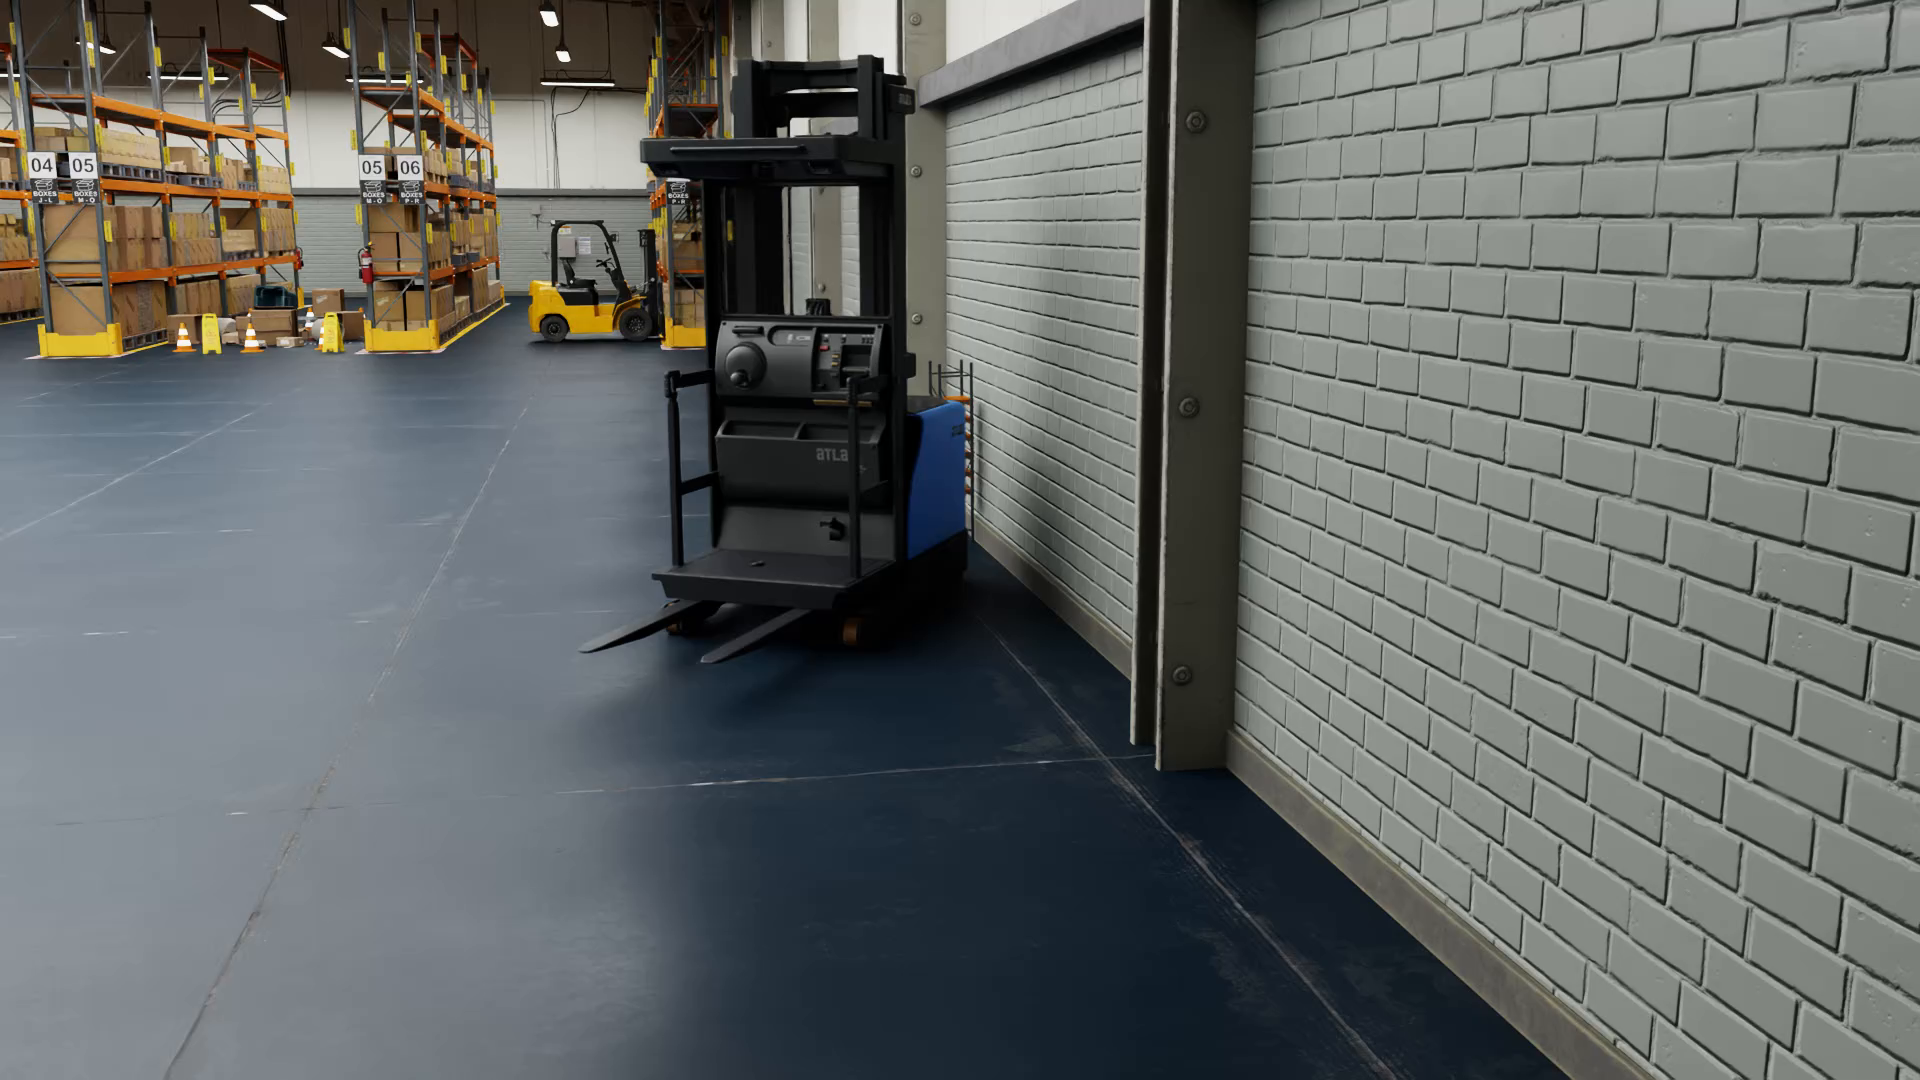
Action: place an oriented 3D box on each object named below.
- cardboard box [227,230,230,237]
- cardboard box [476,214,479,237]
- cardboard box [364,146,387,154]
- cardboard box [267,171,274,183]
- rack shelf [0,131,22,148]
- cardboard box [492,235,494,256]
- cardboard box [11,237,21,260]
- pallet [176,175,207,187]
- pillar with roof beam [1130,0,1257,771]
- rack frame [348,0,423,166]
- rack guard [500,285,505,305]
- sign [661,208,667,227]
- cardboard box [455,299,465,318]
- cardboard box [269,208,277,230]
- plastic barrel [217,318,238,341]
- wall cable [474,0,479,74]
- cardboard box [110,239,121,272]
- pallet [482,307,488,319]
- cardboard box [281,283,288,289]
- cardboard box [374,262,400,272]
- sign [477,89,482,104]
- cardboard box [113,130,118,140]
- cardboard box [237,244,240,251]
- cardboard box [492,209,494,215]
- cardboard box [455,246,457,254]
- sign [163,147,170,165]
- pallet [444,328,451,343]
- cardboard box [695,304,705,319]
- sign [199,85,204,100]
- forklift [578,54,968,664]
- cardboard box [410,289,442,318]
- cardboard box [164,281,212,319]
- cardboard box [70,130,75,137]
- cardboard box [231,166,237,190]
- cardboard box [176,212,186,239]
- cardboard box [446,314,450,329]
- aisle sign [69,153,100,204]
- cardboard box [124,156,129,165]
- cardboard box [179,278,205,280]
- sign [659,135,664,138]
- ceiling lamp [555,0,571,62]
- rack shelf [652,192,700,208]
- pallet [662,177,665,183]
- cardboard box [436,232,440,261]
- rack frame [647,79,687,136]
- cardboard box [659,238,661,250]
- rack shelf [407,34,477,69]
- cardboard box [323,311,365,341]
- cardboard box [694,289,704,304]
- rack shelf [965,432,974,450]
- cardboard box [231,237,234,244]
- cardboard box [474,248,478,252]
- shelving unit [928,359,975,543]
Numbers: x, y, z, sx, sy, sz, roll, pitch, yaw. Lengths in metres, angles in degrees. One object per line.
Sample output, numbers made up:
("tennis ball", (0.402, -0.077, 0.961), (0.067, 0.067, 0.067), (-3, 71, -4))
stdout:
("cardboard box", (-15.837, -6.554, 35.567), (0.380, 0.149, 0.250), (-3, 11, -13))
("cardboard box", (-11.094, -7.061, 37.332), (0.500, 0.500, 0.500), (-2, 11, -10))
("cardboard box", (-9.752, -6.469, 27.678), (0.380, 0.149, 0.250), (-2, 11, -10))
("cardboard box", (-16.601, -8.605, 39.425), (0.500, 0.250, 0.500), (-2, 11, -10))
("rack shelf", (-21.840, -9.280, 38.880), (1.077, 0.370, 4.000), (-2, 11, -11))
("cardboard box", (-11.849, -7.300, 41.258), (0.500, 0.500, 0.500), (-2, 11, -9))
("cardboard box", (-21.003, -6.398, 36.523), (0.500, 0.500, 0.500), (-2, 11, -9))
("pallet", (-15.390, -7.004, 32.455), (1.003, 0.211, 1.213), (-2, 11, -8))
("pillar with roof beam", (-3.334, -3.406, 5.025), (9.100, 9.000, 0.400), (-2, 11, -11))
("rack frame", (-9.396, -7.623, 27.179), (1.000, 3.000, 0.127), (-2, 11, -11))
("rack guard", (-12.513, -6.387, 43.414), (1.175, 0.500, 0.348), (-2, 11, -11))
("sign", (-5.063, -5.525, 28.471), (0.100, 0.325, 0.005), (-2, 11, -11))
("cardboard box", (-10.559, -4.680, 33.667), (0.950, 0.372, 0.625), (-2, 11, -9))
("cardboard box", (-16.598, -7.644, 39.598), (0.500, 0.500, 0.500), (-2, 11, -10))
("plastic barrel", (-13.285, -3.793, 29.992), (0.512, 0.421, 0.421), (6, 12, 28))
("wall cable", (-14.918, -14.793, 47.204), (2.355, 3.000, 0.029), (-2, 11, -11))
("cardboard box", (-14.477, -4.717, 27.557), (0.875, 0.550, 0.550), (-2, 11, -11))
("pallet", (-11.265, -5.144, 37.656), (1.003, 0.211, 1.213), (-2, 11, -11))
("cardboard box", (-16.730, -6.234, 40.836), (0.380, 0.149, 0.250), (-2, 11, -9))
("cardboard box", (-9.679, -4.613, 28.083), (0.380, 0.149, 0.250), (-2, 11, -9))
("sign", (-11.200, -10.343, 38.762), (0.100, 0.325, 0.005), (-2, 11, -11))
("cardboard box", (-14.131, -6.686, 27.431), (0.380, 0.149, 0.250), (-2, 11, -10))
("cardboard box", (-15.986, -6.408, 36.387), (0.380, 0.149, 0.250), (-2, 11, -13))
("cardboard box", (-12.036, -8.321, 42.214), (0.380, 0.149, 0.250), (-2, 11, -12))
("cardboard box", (-10.012, -5.651, 32.414), (0.380, 0.149, 0.250), (-2, 11, -10))
("sign", (-14.466, -6.998, 30.322), (0.100, 0.325, 0.005), (-2, 11, -11))
("pallet", (-9.768, -3.693, 30.036), (1.003, 0.211, 1.213), (-2, 11, -11))
("cardboard box", (-4.416, -4.052, 29.355), (0.500, 0.250, 0.500), (-2, 11, -10))
("sign", (-17.102, -10.106, 37.518), (0.100, 0.325, 0.005), (-2, 11, -11))
("forklift", (-0.906, -0.976, 8.485), (1.130, 2.935, 3.031), (4, 11, 18))
("cardboard box", (-9.393, -4.158, 29.243), (0.500, 0.500, 0.500), (-3, 11, -13))
("cardboard box", (-15.584, -4.770, 33.131), (1.050, 0.750, 0.750), (-2, 11, -10))
("cardboard box", (-14.779, -6.664, 27.313), (0.380, 0.149, 0.250), (-2, 11, -10))
("cardboard box", (-15.845, -7.764, 35.678), (0.500, 0.500, 0.500), (-2, 11, -11))
("cardboard box", (-15.312, -6.029, 31.908), (0.700, 0.500, 0.500), (-2, 11, -11))
("cardboard box", (-9.588, -3.975, 30.291), (0.500, 0.250, 0.500), (-2, 11, -10))
("aisle sign", (-13.924, -5.752, 26.442), (0.394, 0.787, 0.004), (-2, 11, -11))
("cardboard box", (-14.230, -6.389, 27.999), (0.380, 0.149, 0.250), (-2, 11, -11))
("cardboard box", (-16.178, -5.407, 35.139), (0.500, 0.250, 0.500), (-2, 11, -12))
("sign", (-5.063, -6.709, 28.245), (0.100, 0.325, 0.005), (-2, 11, -11))
("ceiling lamp", (-8.855, -12.639, 37.920), (0.800, 3.185, 2.000), (-2, 11, -11))
("rack shelf", (-6.473, -7.811, 38.114), (1.077, 0.370, 4.000), (-2, 11, -11))
("pallet", (-5.115, -6.865, 31.457), (1.003, 0.211, 1.213), (-2, 11, -11))
("cardboard box", (-9.421, -5.156, 29.201), (0.500, 0.500, 0.500), (-2, 11, -12))
("rack frame", (-7.640, -10.738, 43.548), (1.000, 3.000, 0.127), (-2, 11, -11))
("cardboard box", (-6.057, -6.217, 34.903), (0.500, 0.250, 0.500), (-2, 11, -12))
("rack shelf", (-11.341, -10.736, 36.571), (1.077, 0.370, 4.000), (-2, 11, -11))
("cardboard box", (-11.301, -3.937, 30.535), (0.500, 0.500, 0.500), (6, 12, 28))
("cardboard box", (-4.436, -4.299, 29.315), (0.500, 0.250, 0.500), (-2, 11, -12))
("rack shelf", (-0.057, -0.653, 10.987), (0.258, 0.103, 0.180), (-5, 14, -20))
("cardboard box", (-15.892, -6.460, 35.867), (0.380, 0.149, 0.250), (-2, 11, -11))
("cardboard box", (-11.014, -6.358, 36.980), (0.500, 0.250, 0.500), (-2, 11, -9))
("shelving unit", (-0.056, -0.580, 11.003), (0.258, 1.200, 0.189), (-5, 14, -20))
